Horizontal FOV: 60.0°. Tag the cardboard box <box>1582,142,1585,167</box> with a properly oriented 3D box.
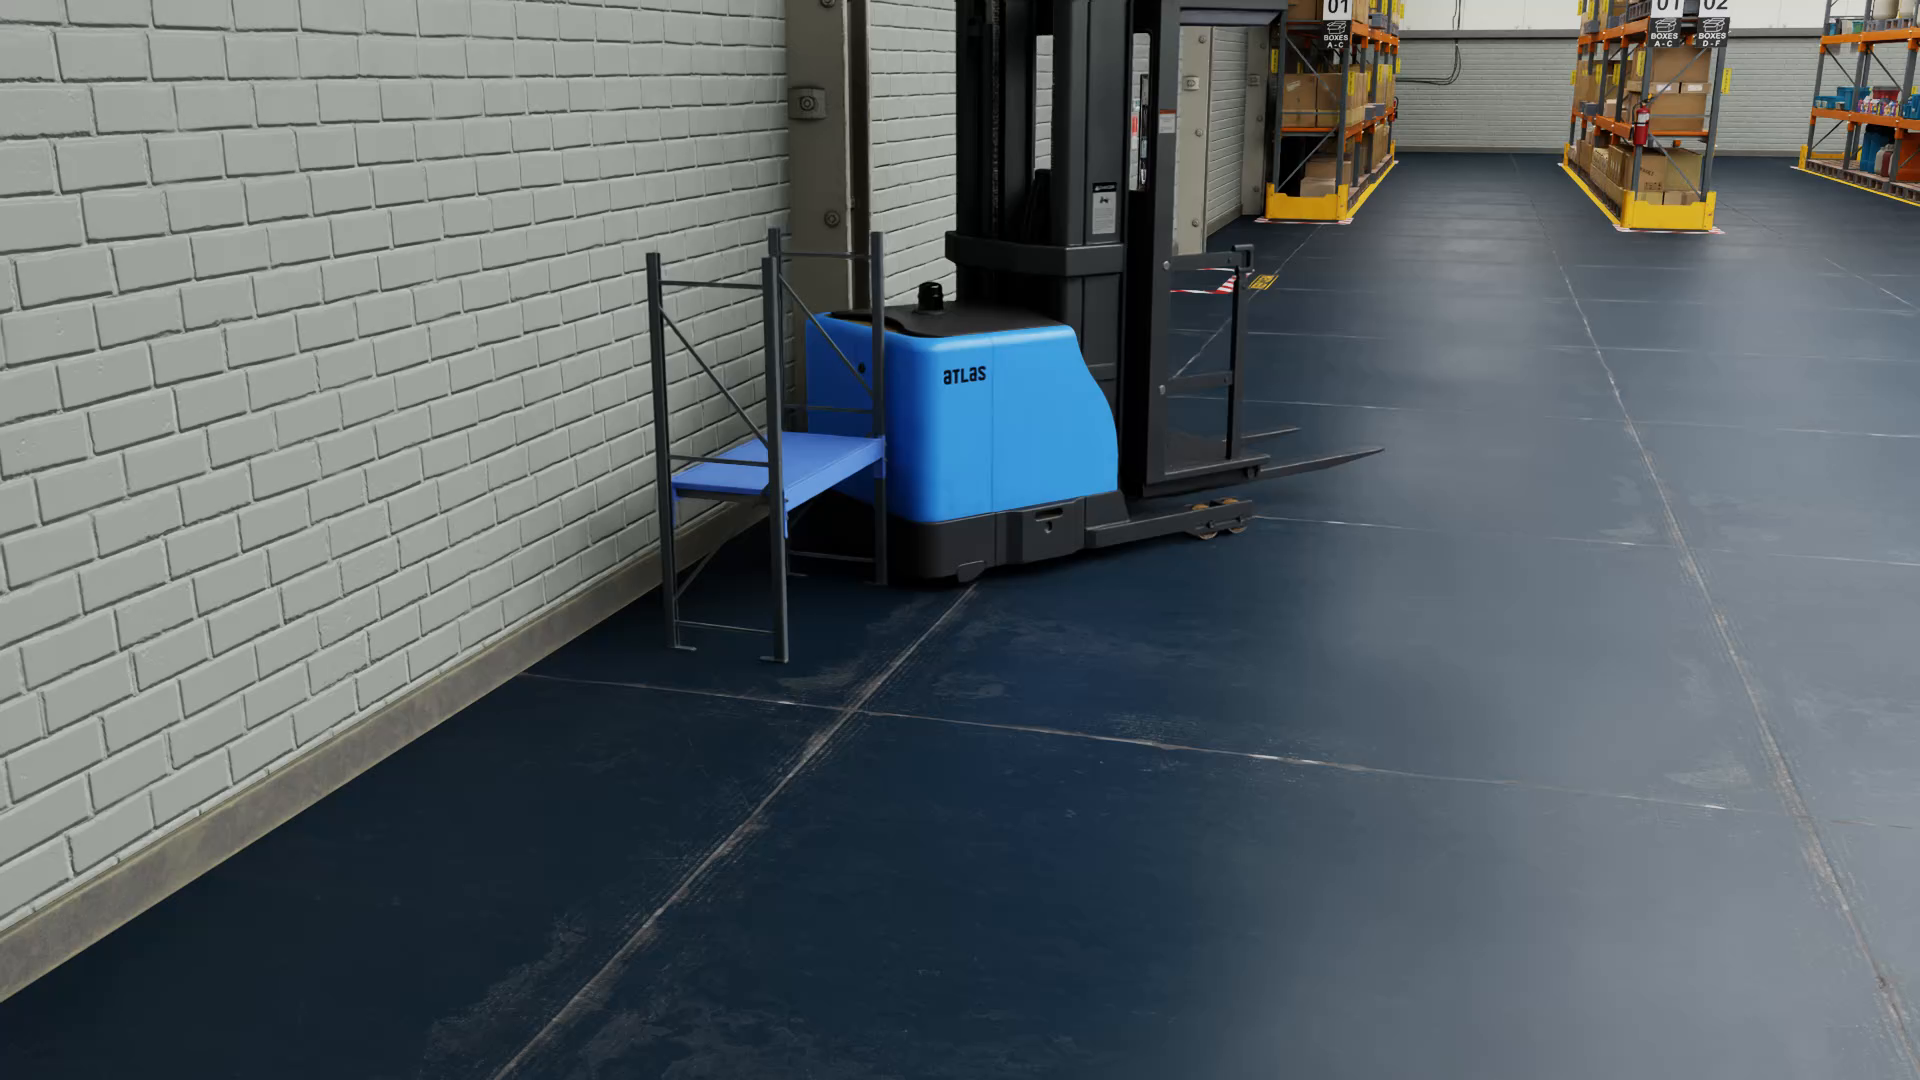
[{"bbox_3d":[12.744,-7.707,33.278,0.500,0.500,0.500,5,17,17],"label":"cardboard box"}]

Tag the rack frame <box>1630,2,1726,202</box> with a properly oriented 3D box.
[{"bbox_3d":[9.846,-5.806,22.803,1.000,3.000,0.127,5,16,16],"label":"rack frame"}]

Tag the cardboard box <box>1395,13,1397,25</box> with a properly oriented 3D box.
[{"bbox_3d":[9.398,-11.512,36.743,0.500,0.250,0.500,4,16,14],"label":"cardboard box"}]

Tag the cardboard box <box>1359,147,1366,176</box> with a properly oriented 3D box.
[{"bbox_3d":[7.214,-7.099,31.136,0.700,0.500,0.500,5,17,17],"label":"cardboard box"}]

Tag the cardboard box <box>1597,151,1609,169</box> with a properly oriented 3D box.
[{"bbox_3d":[11.255,-6.528,28.590,0.500,0.311,0.500,4,16,15],"label":"cardboard box"}]

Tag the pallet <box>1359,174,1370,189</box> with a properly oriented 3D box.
[{"bbox_3d":[7.145,-6.737,31.193,1.003,0.211,1.213,5,16,16],"label":"pallet"}]

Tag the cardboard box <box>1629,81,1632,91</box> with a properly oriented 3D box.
[{"bbox_3d":[10.577,-7.024,25.726,0.380,0.149,0.250,4,16,14],"label":"cardboard box"}]

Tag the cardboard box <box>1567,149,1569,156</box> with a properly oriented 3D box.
[{"bbox_3d":[13.944,-8.750,37.598,0.380,0.149,0.250,5,16,16],"label":"cardboard box"}]

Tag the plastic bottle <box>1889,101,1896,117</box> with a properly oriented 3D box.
[{"bbox_3d":[16.744,-7.731,29.826,0.097,0.271,0.097,0,16,0],"label":"plastic bottle"}]

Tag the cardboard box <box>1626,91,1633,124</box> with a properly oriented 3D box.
[{"bbox_3d":[10.862,-6.784,26.068,0.700,0.500,0.500,4,16,14],"label":"cardboard box"}]

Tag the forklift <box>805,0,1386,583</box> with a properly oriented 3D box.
[{"bbox_3d":[0.793,-1.519,7.812,3.031,2.935,1.130,-11,19,-33],"label":"forklift"}]

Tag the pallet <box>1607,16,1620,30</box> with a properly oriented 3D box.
[{"bbox_3d":[12.012,-9.067,29.148,1.213,0.211,1.003,5,17,18],"label":"pallet"}]

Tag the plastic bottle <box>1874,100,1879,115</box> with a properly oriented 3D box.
[{"bbox_3d":[17.091,-8.051,30.952,0.097,0.271,0.097,0,16,0],"label":"plastic bottle"}]

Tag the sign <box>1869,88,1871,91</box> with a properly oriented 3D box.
[{"bbox_3d":[19.673,-9.647,36.046,0.100,0.325,0.005,5,16,16],"label":"sign"}]

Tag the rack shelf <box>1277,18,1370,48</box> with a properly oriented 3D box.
[{"bbox_3d":[5.663,-7.810,25.688,1.077,0.370,4.000,5,16,16],"label":"rack shelf"}]

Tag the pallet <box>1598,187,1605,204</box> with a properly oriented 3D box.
[{"bbox_3d":[11.154,-5.707,27.564,1.003,0.211,1.213,5,16,16],"label":"pallet"}]

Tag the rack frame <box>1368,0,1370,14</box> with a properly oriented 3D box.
[{"bbox_3d":[6.232,-10.122,27.025,1.000,3.000,0.127,5,16,16],"label":"rack frame"}]

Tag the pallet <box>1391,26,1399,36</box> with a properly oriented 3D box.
[{"bbox_3d":[9.441,-11.581,37.828,1.003,0.211,1.213,5,16,16],"label":"pallet"}]

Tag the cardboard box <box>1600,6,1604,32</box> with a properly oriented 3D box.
[{"bbox_3d":[12.503,-9.777,31.121,0.910,0.500,0.500,5,16,16],"label":"cardboard box"}]

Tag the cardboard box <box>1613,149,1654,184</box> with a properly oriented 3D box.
[{"bbox_3d":[10.126,-5.603,24.982,0.500,0.500,0.500,5,16,16],"label":"cardboard box"}]

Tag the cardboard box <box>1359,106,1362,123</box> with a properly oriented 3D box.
[{"bbox_3d":[6.110,-6.764,26.416,0.500,0.250,0.500,5,16,16],"label":"cardboard box"}]

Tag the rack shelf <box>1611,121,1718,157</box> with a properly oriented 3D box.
[{"bbox_3d":[10.414,-5.984,24.746,1.077,0.370,4.000,5,16,16],"label":"rack shelf"}]

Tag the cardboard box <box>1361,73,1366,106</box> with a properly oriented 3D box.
[{"bbox_3d":[6.258,-7.256,26.777,0.500,0.500,0.500,5,16,16],"label":"cardboard box"}]

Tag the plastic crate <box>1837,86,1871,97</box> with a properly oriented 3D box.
[{"bbox_3d":[19.225,-9.551,35.831,0.616,0.435,0.499,5,16,16],"label":"plastic crate"}]

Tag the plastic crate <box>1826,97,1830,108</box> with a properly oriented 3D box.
[{"bbox_3d":[18.381,-9.172,34.866,0.416,0.233,0.300,5,16,16],"label":"plastic crate"}]

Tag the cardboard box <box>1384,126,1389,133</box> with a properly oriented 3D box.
[{"bbox_3d":[9.605,-9.382,38.030,0.380,0.149,0.250,5,17,17],"label":"cardboard box"}]

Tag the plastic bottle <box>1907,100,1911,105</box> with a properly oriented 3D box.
[{"bbox_3d":[17.792,-8.113,31.171,0.097,0.271,0.097,0,16,0],"label":"plastic bottle"}]

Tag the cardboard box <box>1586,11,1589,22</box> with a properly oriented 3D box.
[{"bbox_3d":[13.423,-10.967,34.858,0.500,0.250,0.500,5,16,16],"label":"cardboard box"}]

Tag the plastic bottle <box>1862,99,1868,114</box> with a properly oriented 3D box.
[{"bbox_3d":[17.403,-8.314,31.871,0.152,0.276,0.135,5,16,16],"label":"plastic bottle"}]

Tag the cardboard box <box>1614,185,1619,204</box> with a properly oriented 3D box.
[{"bbox_3d":[9.986,-5.111,24.623,0.500,0.250,0.500,5,16,16],"label":"cardboard box"}]

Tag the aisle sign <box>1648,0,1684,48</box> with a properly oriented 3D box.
[{"bbox_3d":[9.545,-7.063,22.468,0.394,0.787,0.004,5,16,16],"label":"aisle sign"}]

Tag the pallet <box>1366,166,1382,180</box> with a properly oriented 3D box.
[{"bbox_3d":[8.013,-7.460,33.742,1.003,0.211,1.213,5,16,16],"label":"pallet"}]

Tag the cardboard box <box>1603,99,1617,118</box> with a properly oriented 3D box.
[{"bbox_3d":[11.679,-7.638,29.423,0.500,0.311,0.500,4,16,15],"label":"cardboard box"}]

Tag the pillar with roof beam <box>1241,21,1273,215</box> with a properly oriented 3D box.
[{"bbox_3d":[8.592,-8.992,23.041,9.100,9.000,0.400,5,16,16],"label":"pillar with roof beam"}]

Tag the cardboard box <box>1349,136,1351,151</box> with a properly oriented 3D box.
[{"bbox_3d":[6.691,-7.052,29.594,0.500,0.250,0.500,4,16,14],"label":"cardboard box"}]

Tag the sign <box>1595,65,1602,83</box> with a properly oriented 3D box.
[{"bbox_3d":[11.596,-8.458,30.175,0.100,0.325,0.005,5,16,16],"label":"sign"}]

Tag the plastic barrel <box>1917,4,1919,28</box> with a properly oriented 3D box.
[{"bbox_3d":[16.485,-8.954,28.197,0.421,0.512,0.421,0,16,0],"label":"plastic barrel"}]

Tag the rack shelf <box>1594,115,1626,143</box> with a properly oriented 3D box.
[{"bbox_3d":[11.551,-7.030,28.436,1.077,0.370,4.000,5,16,16],"label":"rack shelf"}]

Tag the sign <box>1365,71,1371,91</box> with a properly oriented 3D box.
[{"bbox_3d":[6.754,-7.612,27.584,0.100,0.325,0.005,5,16,16],"label":"sign"}]

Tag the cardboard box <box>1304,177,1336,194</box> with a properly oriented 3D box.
[{"bbox_3d":[5.540,-5.431,25.601,0.500,0.311,0.500,6,17,20],"label":"cardboard box"}]

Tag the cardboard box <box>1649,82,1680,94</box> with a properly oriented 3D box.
[{"bbox_3d":[9.772,-6.281,23.106,0.380,0.149,0.250,4,16,15],"label":"cardboard box"}]

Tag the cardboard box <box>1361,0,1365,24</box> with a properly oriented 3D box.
[{"bbox_3d":[6.048,-8.306,25.900,0.500,0.500,0.500,4,16,14],"label":"cardboard box"}]

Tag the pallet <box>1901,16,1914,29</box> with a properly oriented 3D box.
[{"bbox_3d":[17.178,-9.059,29.120,1.003,0.211,1.213,5,16,16],"label":"pallet"}]

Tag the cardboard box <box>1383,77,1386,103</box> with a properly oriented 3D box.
[{"bbox_3d":[8.480,-9.255,34.198,0.500,0.500,0.500,5,17,16],"label":"cardboard box"}]

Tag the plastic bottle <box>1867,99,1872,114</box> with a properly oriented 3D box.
[{"bbox_3d":[17.238,-8.209,31.489,0.061,0.283,0.133,5,16,16],"label":"plastic bottle"}]

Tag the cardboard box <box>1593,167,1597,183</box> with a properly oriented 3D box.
[{"bbox_3d":[11.405,-6.396,29.152,0.500,0.250,0.500,4,16,14],"label":"cardboard box"}]

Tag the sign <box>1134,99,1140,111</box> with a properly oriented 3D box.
[{"bbox_3d":[1.775,-4.362,16.676,0.001,0.109,0.331,5,16,16],"label":"sign"}]

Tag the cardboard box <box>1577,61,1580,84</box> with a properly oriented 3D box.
[{"bbox_3d":[13.872,-10.288,36.590,0.500,0.500,0.500,5,17,16],"label":"cardboard box"}]

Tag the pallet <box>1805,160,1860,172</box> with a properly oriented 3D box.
[{"bbox_3d":[18.869,-8.053,35.834,1.003,0.211,1.213,5,16,16],"label":"pallet"}]

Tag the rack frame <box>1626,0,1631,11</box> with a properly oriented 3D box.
[{"bbox_3d":[10.982,-9.739,25.674,1.000,3.000,0.127,5,16,16],"label":"rack frame"}]

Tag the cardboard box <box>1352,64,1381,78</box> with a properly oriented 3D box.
[{"bbox_3d":[7.753,-8.950,31.749,0.500,0.250,0.500,5,17,17],"label":"cardboard box"}]

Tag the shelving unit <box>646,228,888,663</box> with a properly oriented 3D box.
[{"bbox_3d":[-0.719,-0.418,6.555,0.538,1.500,1.048,5,17,18],"label":"shelving unit"}]

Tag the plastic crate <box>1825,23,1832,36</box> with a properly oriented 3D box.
[{"bbox_3d":[18.764,-10.908,35.533,0.497,0.269,0.590,5,16,16],"label":"plastic crate"}]
